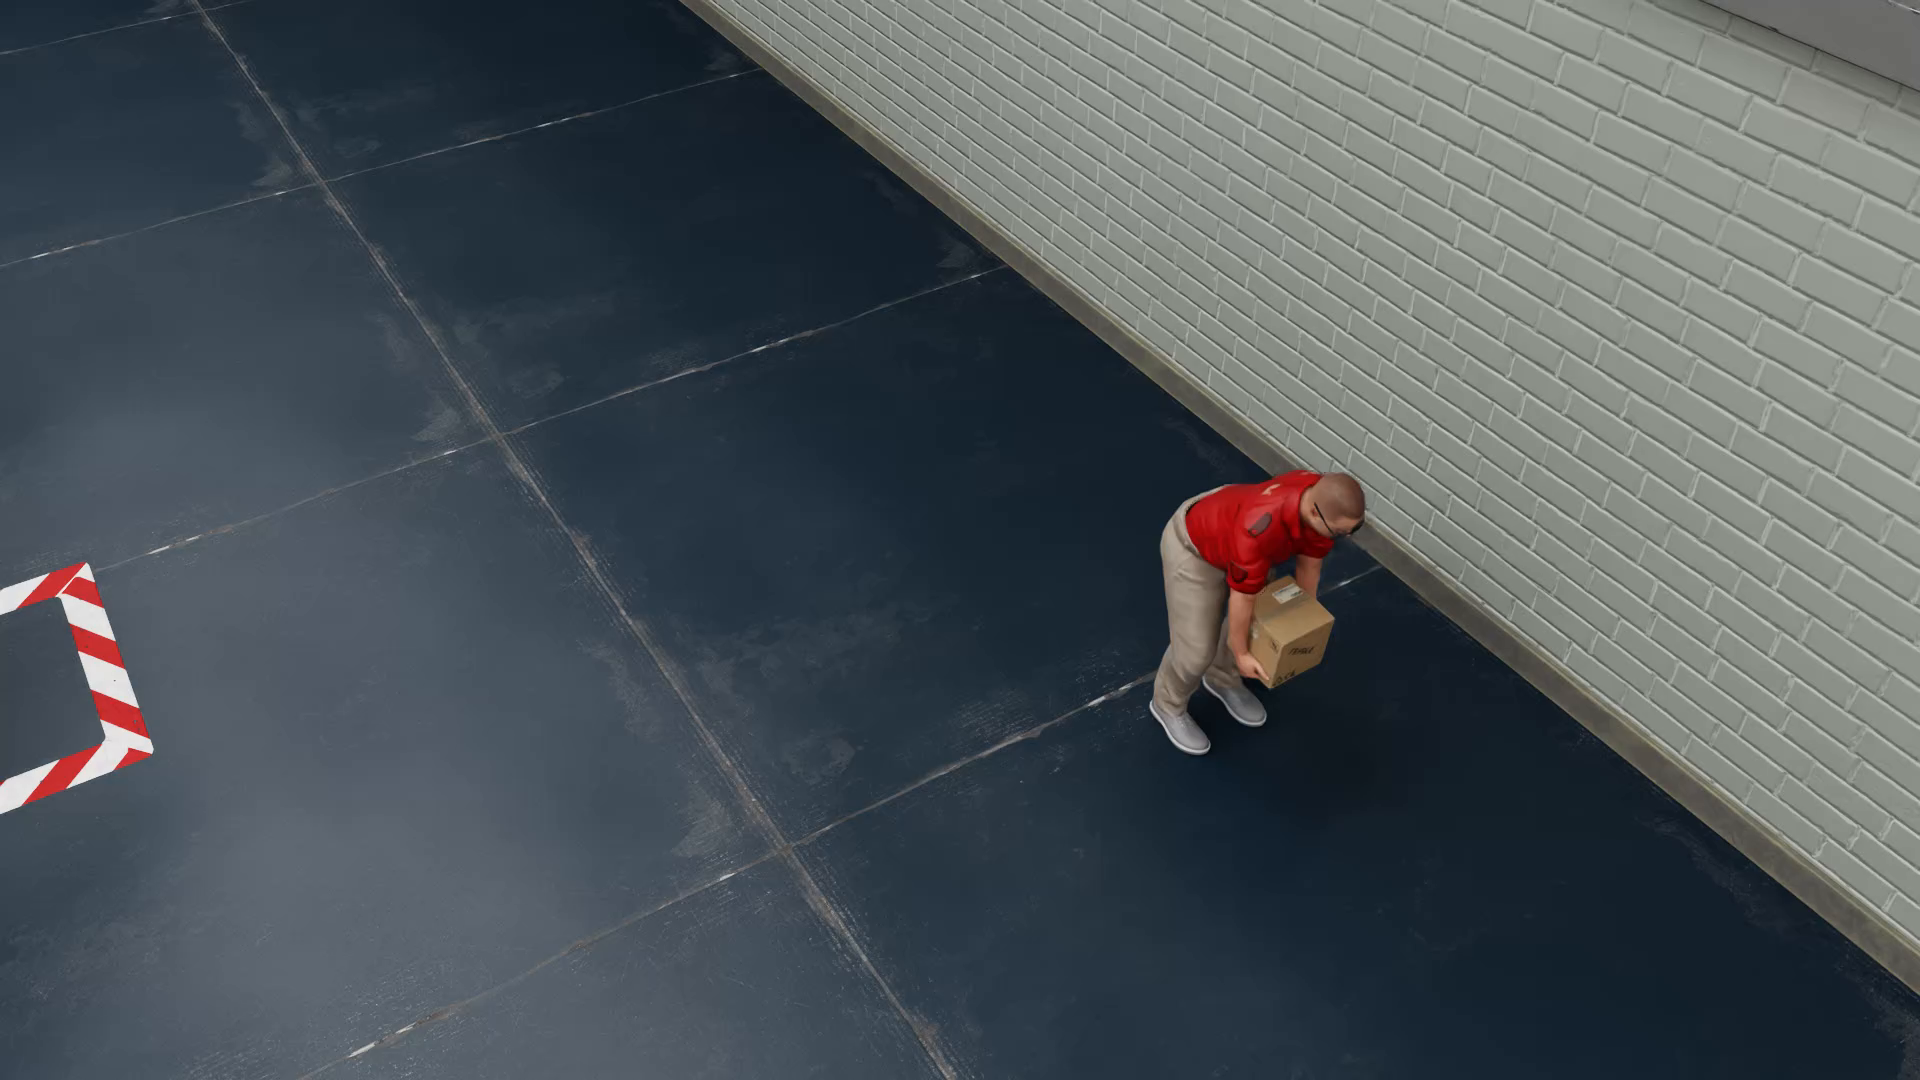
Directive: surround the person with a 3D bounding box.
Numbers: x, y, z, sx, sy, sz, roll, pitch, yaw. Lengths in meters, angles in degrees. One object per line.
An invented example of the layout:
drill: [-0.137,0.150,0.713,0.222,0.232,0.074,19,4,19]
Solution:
person: [1.077,0.221,6.087,0.475,1.509,0.780,-23,46,-25]
